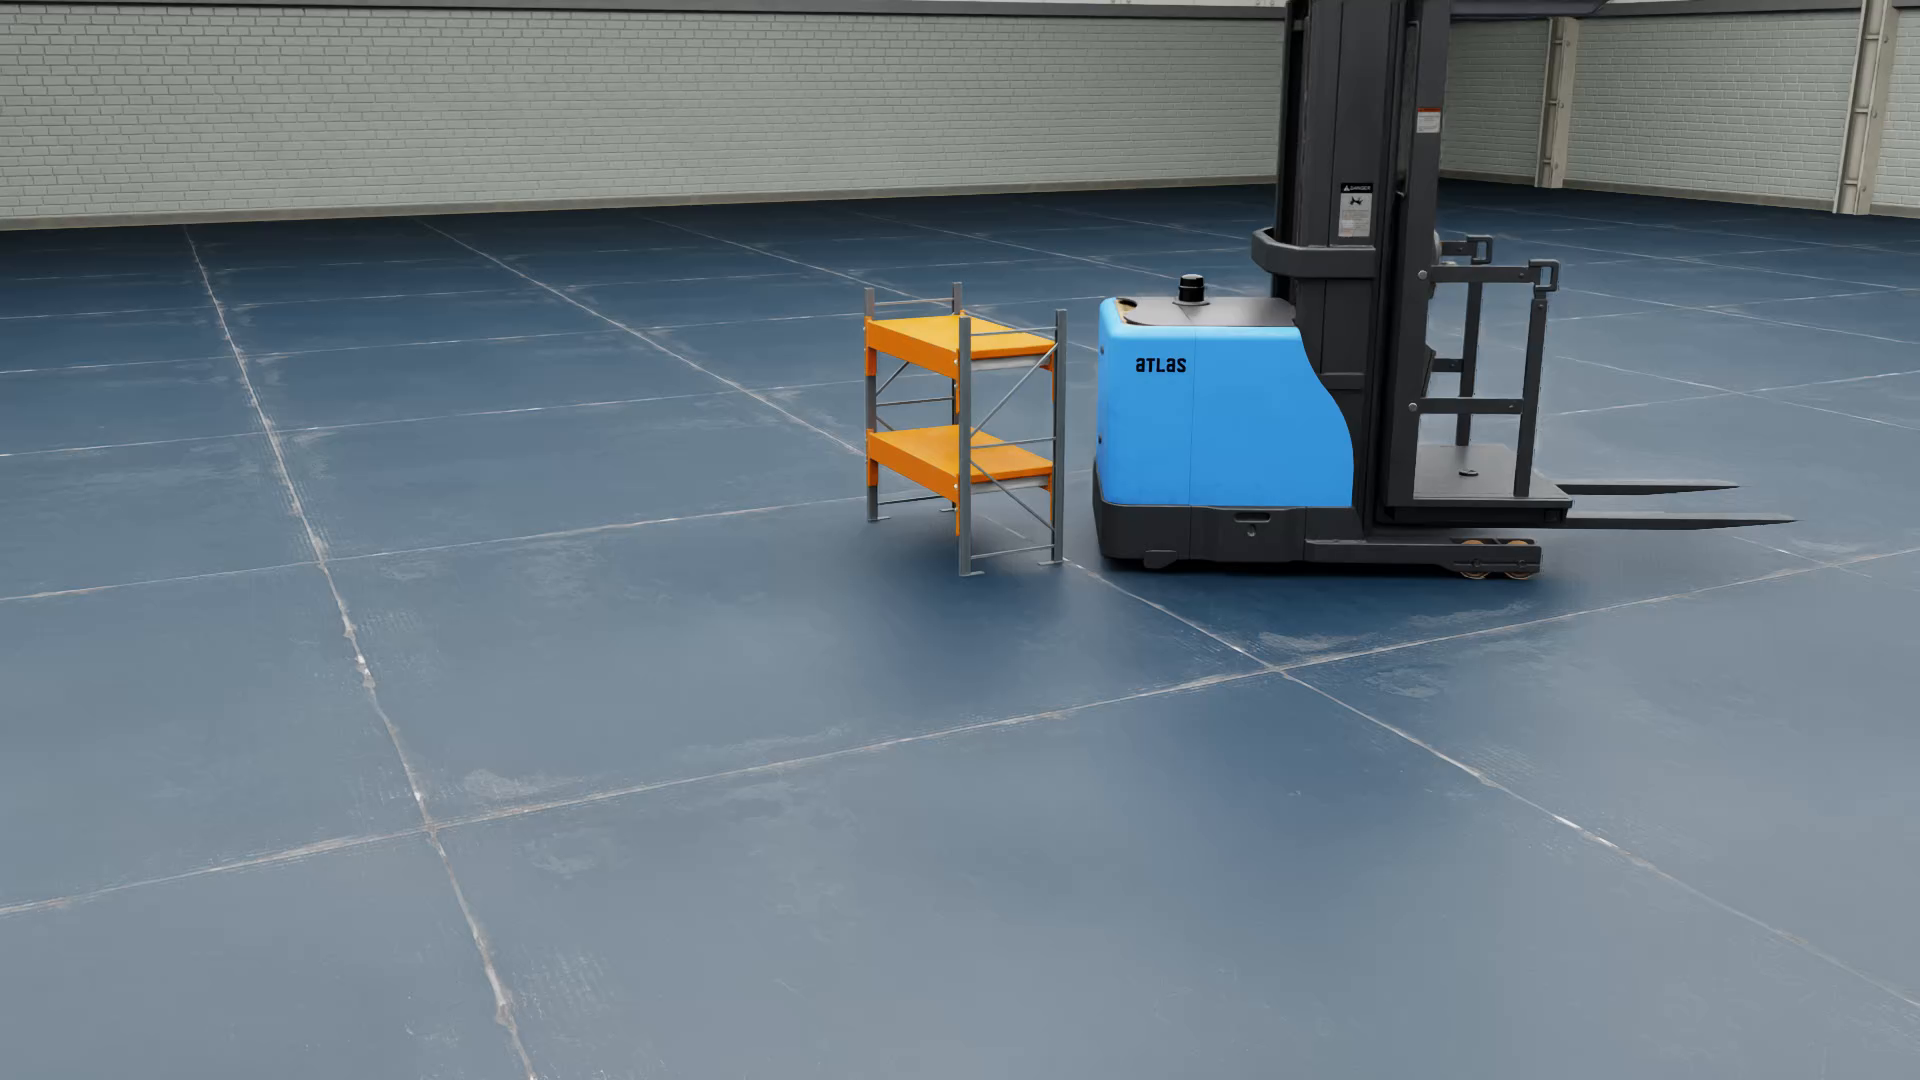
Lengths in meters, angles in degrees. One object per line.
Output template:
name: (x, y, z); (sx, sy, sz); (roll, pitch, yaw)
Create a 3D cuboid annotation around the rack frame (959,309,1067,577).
rack frame: (0.226, -0.413, 7.150); (0.500, 1.125, 0.032); (-8, 18, -25)

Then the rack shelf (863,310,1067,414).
rack shelf: (0.003, -0.820, 7.509); (0.538, 0.278, 1.000); (-8, 18, -25)

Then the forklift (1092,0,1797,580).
forklift: (2.146, -1.388, 7.272); (3.031, 2.935, 1.130); (1, 16, 2)

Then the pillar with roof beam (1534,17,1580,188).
pillar with roof beam: (6.653, -10.111, 26.669); (9.100, 9.000, 0.400); (-8, 18, -25)

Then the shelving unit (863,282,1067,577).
shelving unit: (0.003, -0.539, 7.590); (0.538, 1.125, 1.048); (-8, 18, -25)

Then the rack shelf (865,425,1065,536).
rack shelf: (0.003, -0.304, 7.657); (0.538, 0.278, 1.000); (-8, 18, -25)

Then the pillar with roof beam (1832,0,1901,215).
pillar with roof beam: (9.281, -8.623, 21.484); (9.100, 9.000, 0.400); (-8, 18, -25)

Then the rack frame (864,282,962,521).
rack frame: (-0.220, -0.665, 8.029); (0.500, 1.125, 0.032); (-8, 18, -25)
